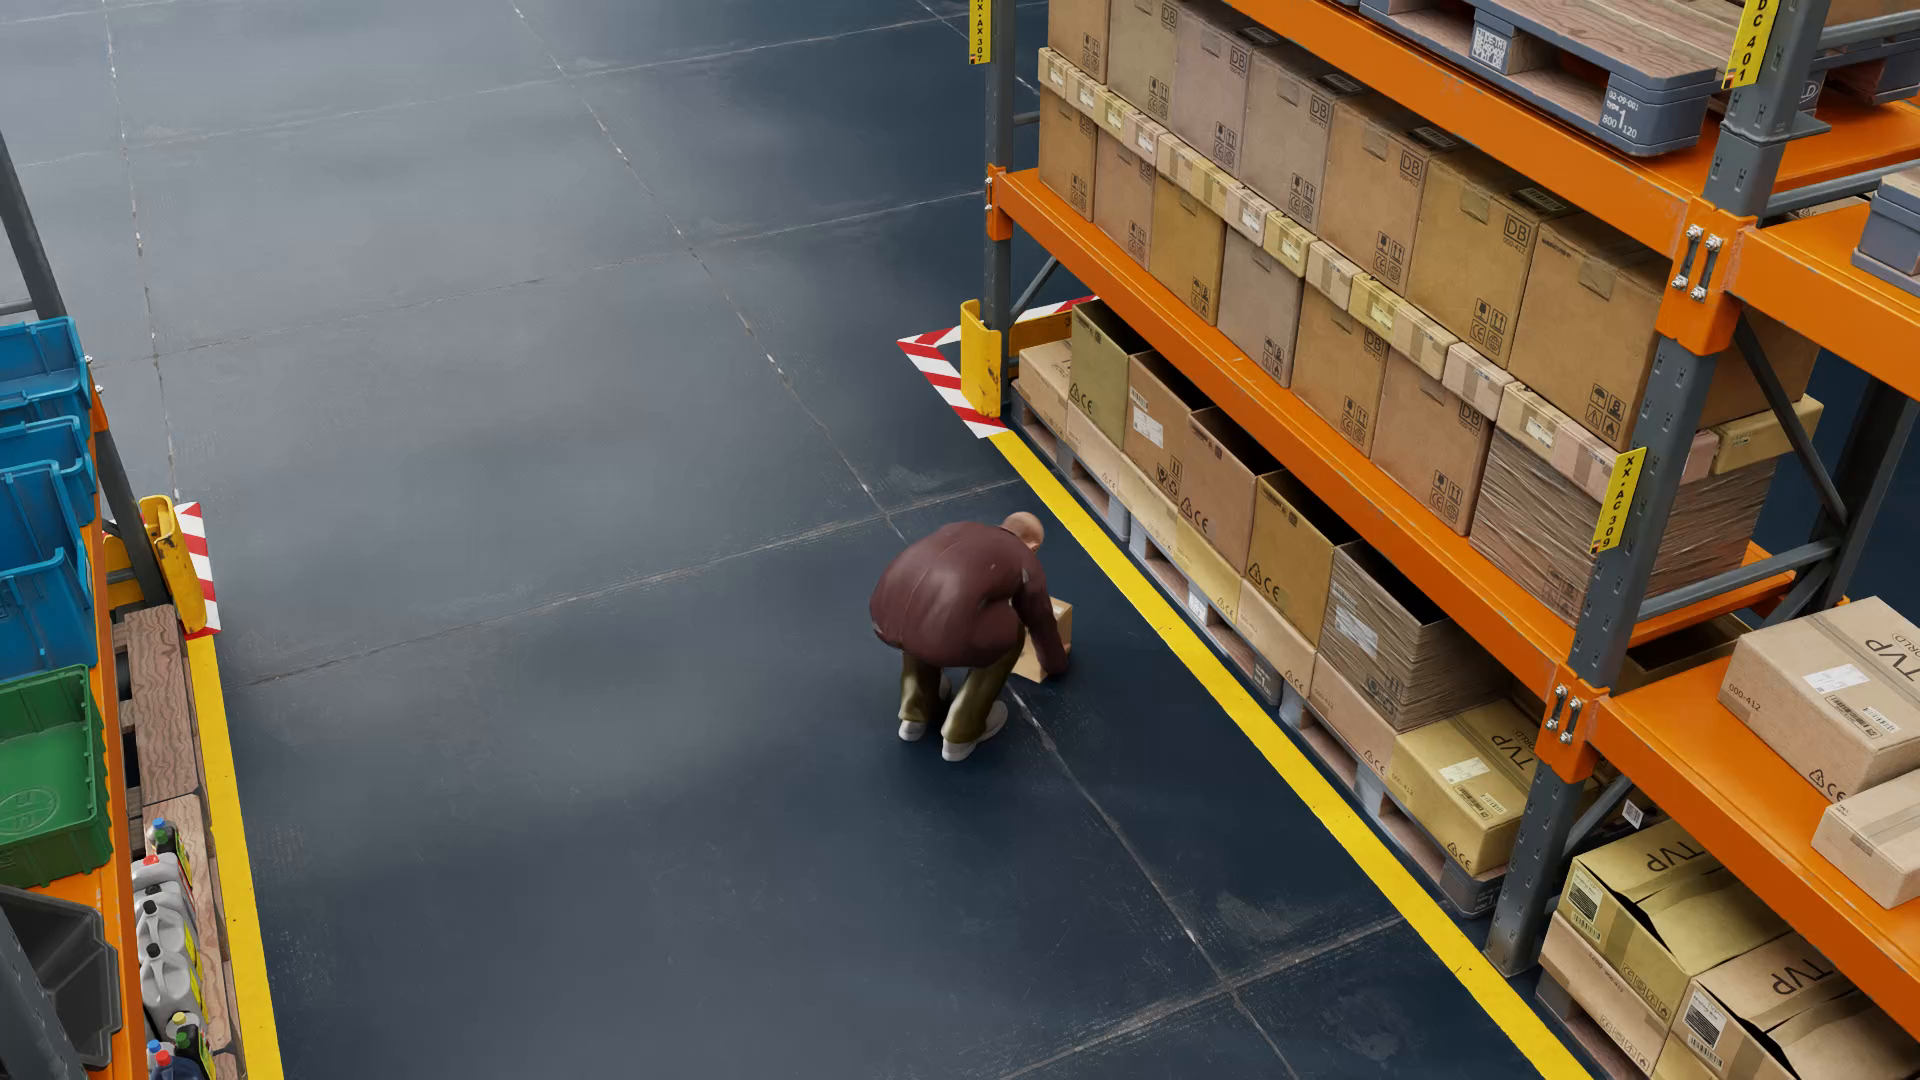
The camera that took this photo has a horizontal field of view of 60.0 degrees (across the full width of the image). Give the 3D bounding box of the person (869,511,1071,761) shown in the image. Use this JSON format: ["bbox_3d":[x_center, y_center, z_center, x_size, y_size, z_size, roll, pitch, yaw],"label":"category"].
[{"bbox_3d":[0.032,0.293,6.460,0.583,0.947,0.993,19,41,24],"label":"person"}]
